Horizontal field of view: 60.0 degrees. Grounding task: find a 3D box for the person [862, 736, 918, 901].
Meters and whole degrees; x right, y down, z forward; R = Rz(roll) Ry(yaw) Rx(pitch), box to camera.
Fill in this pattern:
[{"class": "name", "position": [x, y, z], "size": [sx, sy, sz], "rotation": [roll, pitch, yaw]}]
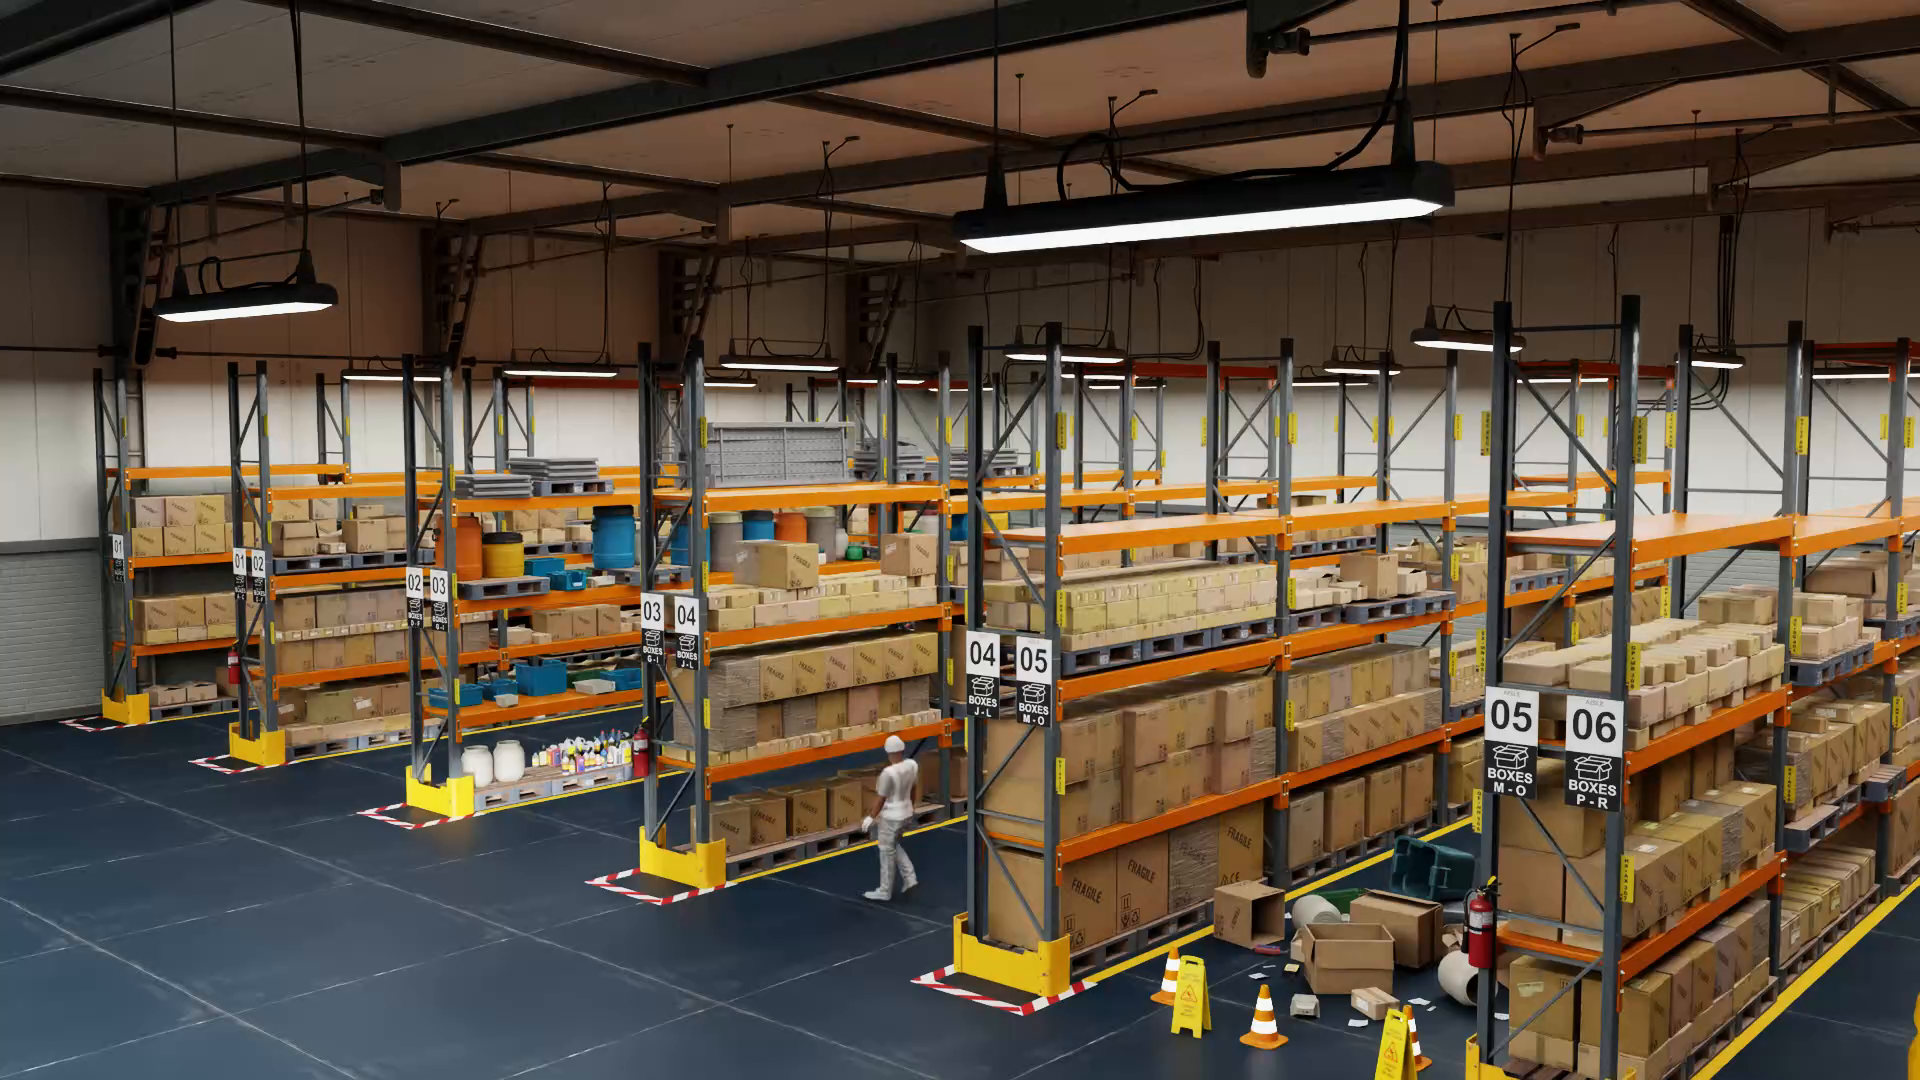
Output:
[{"class": "person", "position": [-0.747, 2.967, 17.825], "size": [0.526, 1.787, 0.643], "rotation": [2, 5, 25]}]
